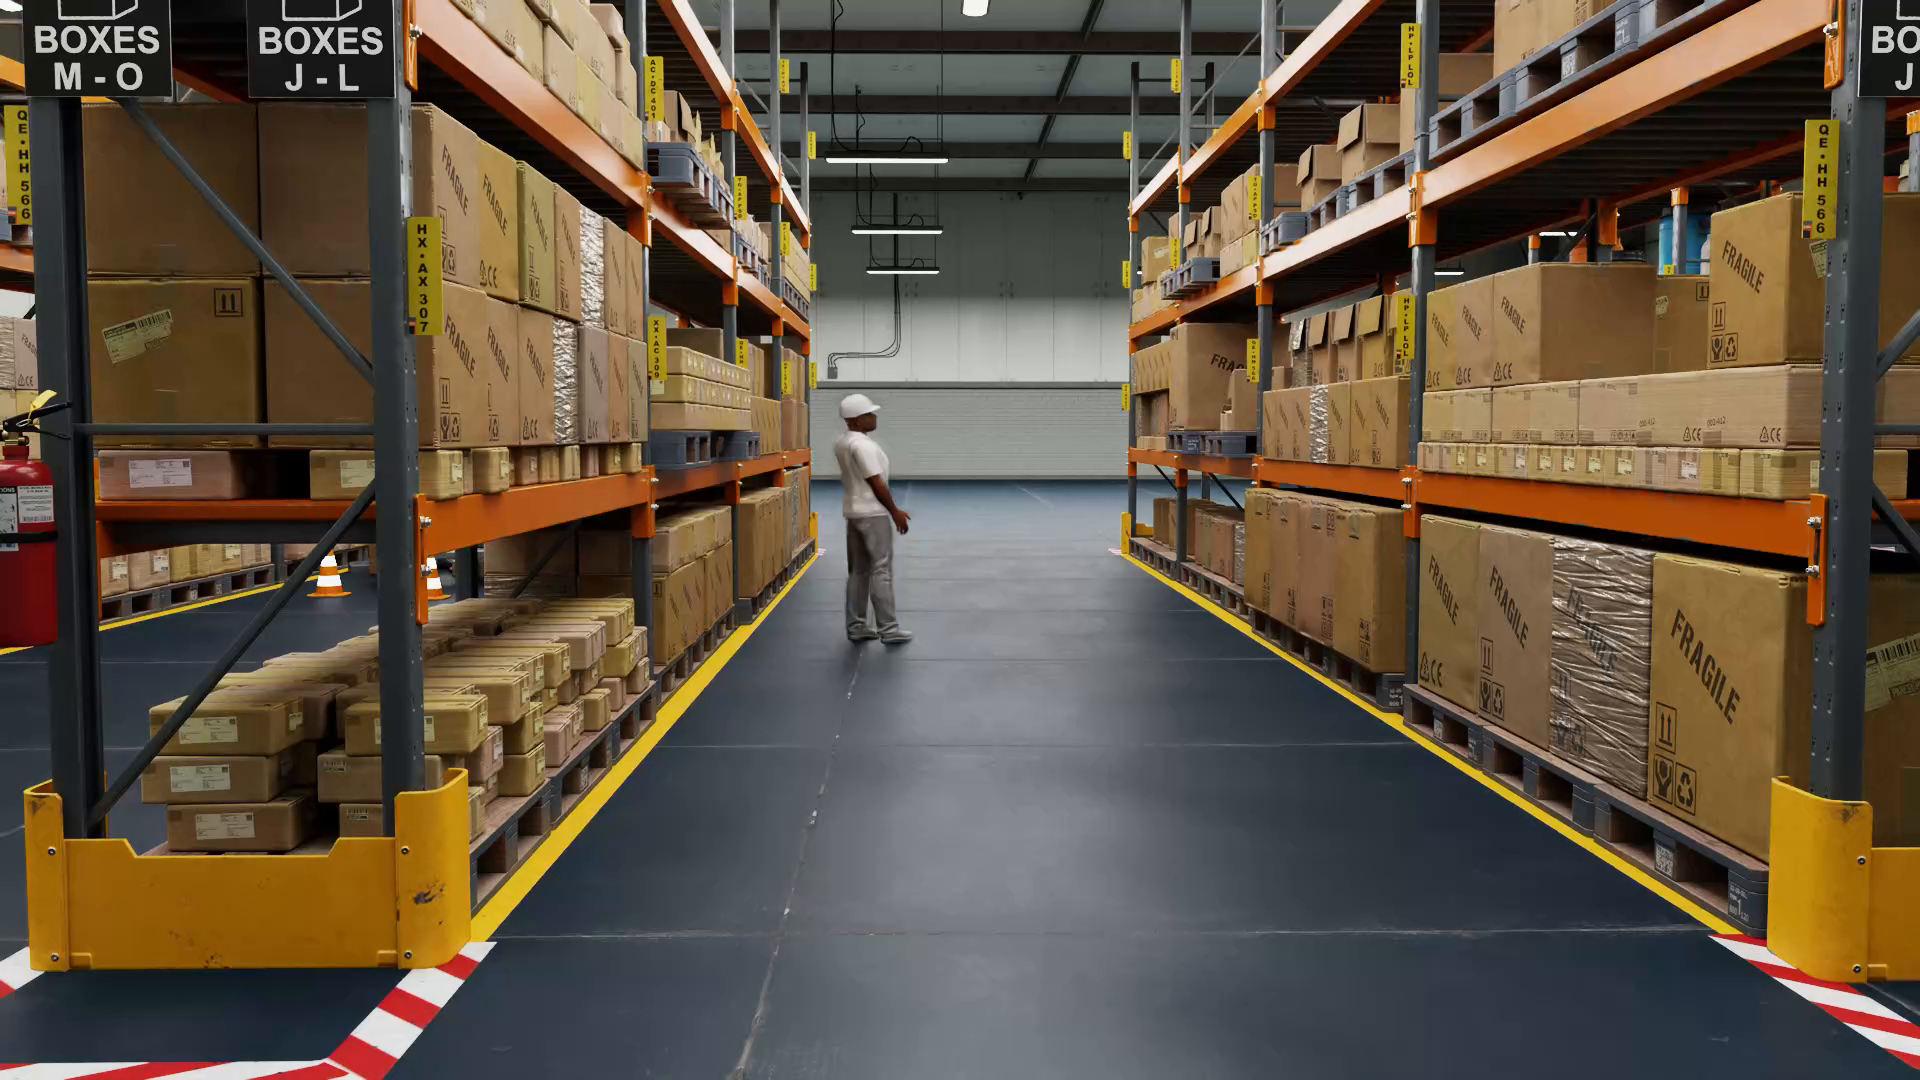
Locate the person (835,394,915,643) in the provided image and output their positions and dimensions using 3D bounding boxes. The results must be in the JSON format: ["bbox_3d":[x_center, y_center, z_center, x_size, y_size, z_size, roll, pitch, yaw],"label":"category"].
[{"bbox_3d":[-0.604,-0.156,11.902,0.521,1.769,0.563,-1,4,-21],"label":"person"}]
